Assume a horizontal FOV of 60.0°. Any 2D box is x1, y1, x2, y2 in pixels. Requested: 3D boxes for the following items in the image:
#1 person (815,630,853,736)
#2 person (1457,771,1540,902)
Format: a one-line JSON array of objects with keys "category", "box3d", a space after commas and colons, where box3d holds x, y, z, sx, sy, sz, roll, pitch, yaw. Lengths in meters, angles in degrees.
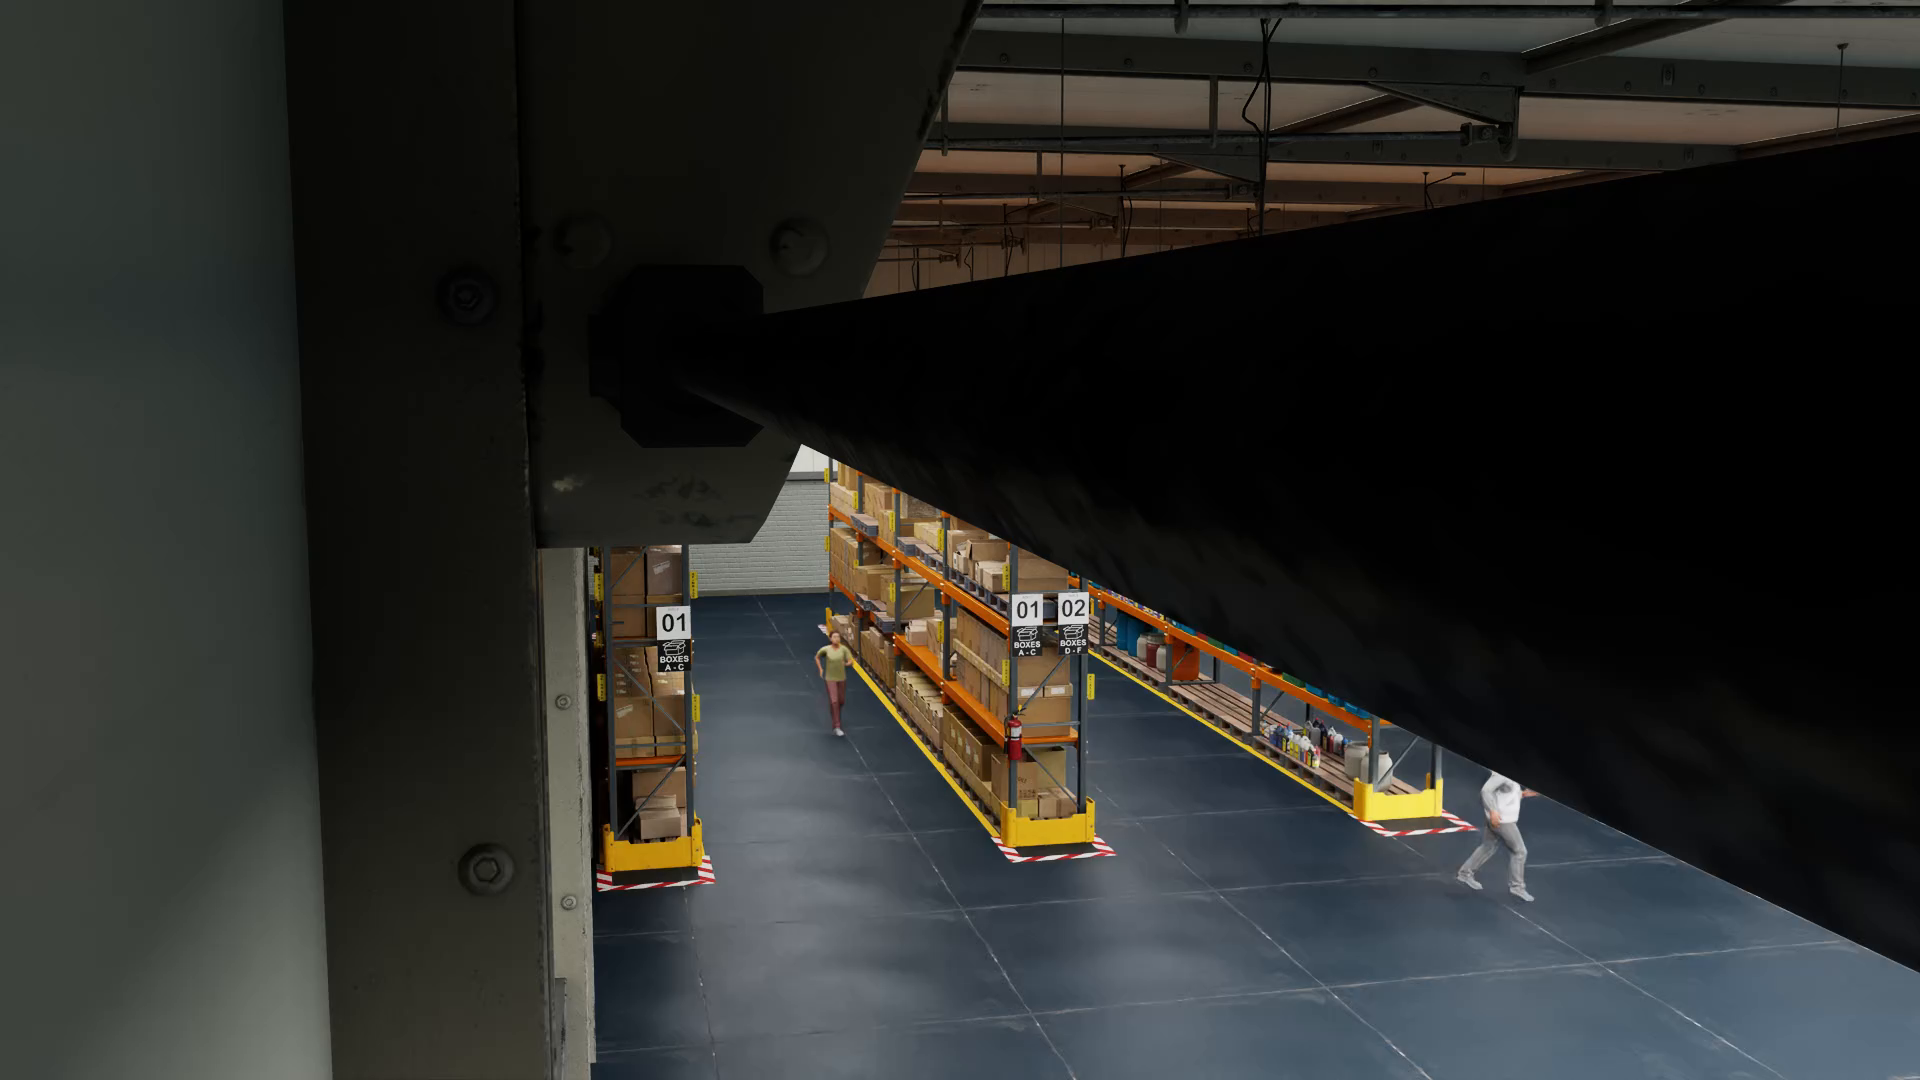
[{"category": "person", "box3d": [-2.018, 2.275, 27.008, 0.574, 1.655, 0.969, -3, 7, -21]}, {"category": "person", "box3d": [6.144, 3.198, 18.943, 0.869, 1.824, 0.627, 1, 7, 10]}]
